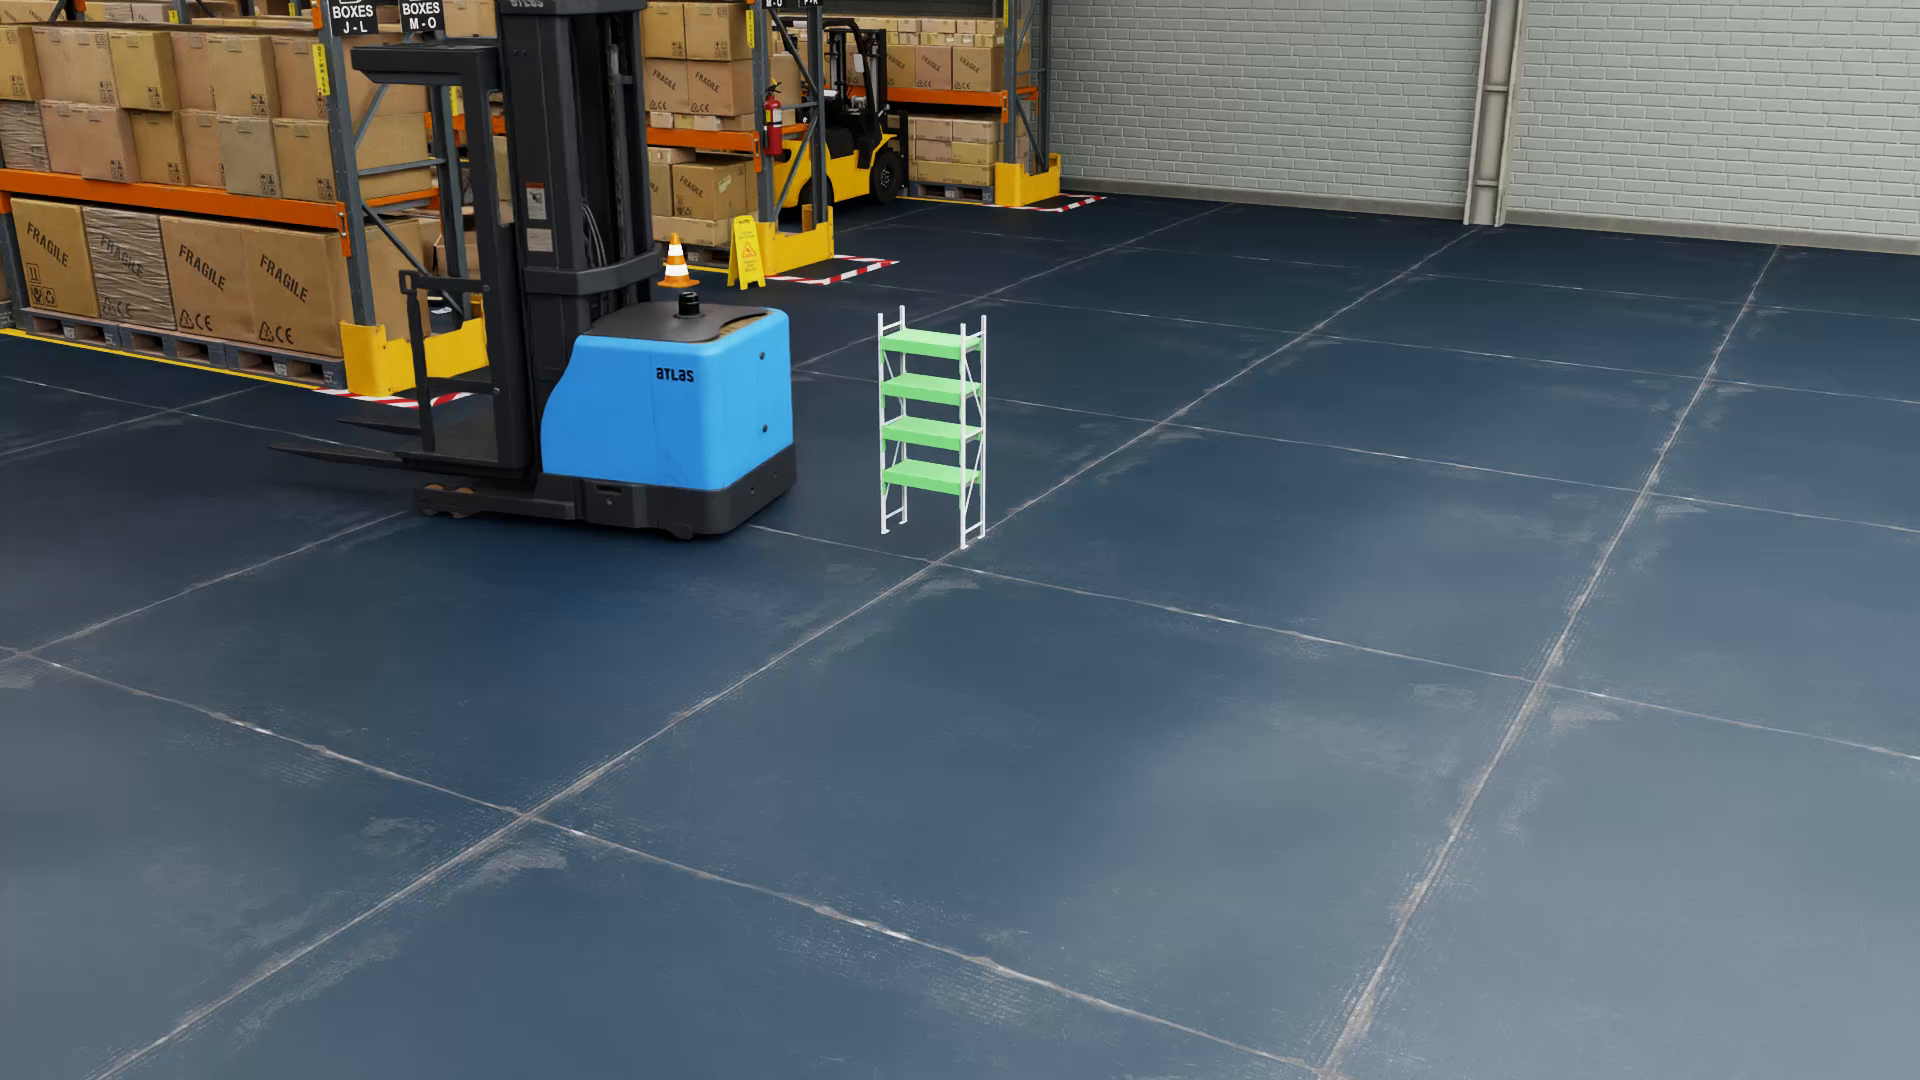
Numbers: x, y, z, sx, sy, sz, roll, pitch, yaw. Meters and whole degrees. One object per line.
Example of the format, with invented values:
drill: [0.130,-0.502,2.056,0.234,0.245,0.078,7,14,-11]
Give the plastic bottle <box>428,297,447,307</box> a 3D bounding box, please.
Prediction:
plastic bottle: [-4.629,-2.083,14.519,0.283,0.061,0.133,3,20,9]

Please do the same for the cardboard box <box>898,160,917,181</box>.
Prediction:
cardboard box: [-0.618,-4.634,20.659,0.500,0.250,0.500,11,23,28]

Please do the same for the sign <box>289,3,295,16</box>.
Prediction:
sign: [-9.926,-7.814,24.738,0.005,0.325,0.100,11,23,27]

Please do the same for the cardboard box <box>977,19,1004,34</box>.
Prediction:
cardboard box: [0.392,-6.063,19.646,0.250,0.149,0.380,11,23,27]

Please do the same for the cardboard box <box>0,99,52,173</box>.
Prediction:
cardboard box: [-7.099,-3.283,13.298,0.550,0.550,0.875,11,23,27]

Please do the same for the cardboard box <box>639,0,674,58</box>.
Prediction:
cardboard box: [-3.096,-4.913,15.962,0.500,0.500,0.700,10,22,27]

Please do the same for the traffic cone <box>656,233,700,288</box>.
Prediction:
traffic cone: [-2.614,-2.591,15.329,0.334,0.463,0.336,11,23,27]

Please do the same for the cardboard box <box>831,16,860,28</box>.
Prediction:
cardboard box: [-1.387,-6.399,20.573,0.250,0.149,0.380,11,23,27]

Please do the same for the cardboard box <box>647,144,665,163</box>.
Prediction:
cardboard box: [-3.007,-3.798,16.301,0.250,0.149,0.380,11,23,28]

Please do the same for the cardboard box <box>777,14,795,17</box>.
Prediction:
cardboard box: [-2.269,-6.578,21.067,0.250,0.149,0.380,11,23,28]

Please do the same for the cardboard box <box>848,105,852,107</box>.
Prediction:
cardboard box: [-1.710,-5.510,21.607,0.500,0.250,0.500,10,22,27]

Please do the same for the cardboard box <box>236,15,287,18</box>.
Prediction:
cardboard box: [-8.061,-5.818,19.306,0.500,0.500,0.500,10,22,26]

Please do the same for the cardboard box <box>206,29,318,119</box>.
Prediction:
cardboard box: [-4.766,-3.321,11.817,0.550,0.550,0.875,11,23,27]

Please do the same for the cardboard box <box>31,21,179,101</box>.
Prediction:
cardboard box: [-6.585,-3.720,12.919,0.550,0.550,0.875,11,23,27]

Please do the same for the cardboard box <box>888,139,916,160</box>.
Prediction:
cardboard box: [-0.663,-4.868,20.570,0.500,0.250,0.500,10,22,26]

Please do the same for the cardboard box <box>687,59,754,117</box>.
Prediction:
cardboard box: [-2.218,-4.291,15.713,0.500,0.500,0.500,10,22,26]

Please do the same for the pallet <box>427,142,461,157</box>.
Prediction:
pallet: [-7.871,-5.932,24.910,1.213,0.211,1.003,11,23,27]

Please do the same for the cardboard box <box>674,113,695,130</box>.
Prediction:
cardboard box: [-2.529,-4.034,15.957,0.250,0.149,0.380,10,22,26]

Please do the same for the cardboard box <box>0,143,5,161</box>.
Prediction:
cardboard box: [-8.013,-3.325,13.485,0.500,0.500,0.500,11,22,27]

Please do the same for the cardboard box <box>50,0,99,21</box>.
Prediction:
cardboard box: [-10.493,-6.205,19.960,0.500,0.500,0.500,10,22,26]

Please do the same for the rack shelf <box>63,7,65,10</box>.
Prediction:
rack shelf: [-9.173,-4.675,14.011,4.000,0.370,1.077,11,23,27]

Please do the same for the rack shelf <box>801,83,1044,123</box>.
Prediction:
rack shelf: [-0.938,-5.569,20.873,4.000,0.370,1.077,11,23,27]

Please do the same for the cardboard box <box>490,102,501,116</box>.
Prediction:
cardboard box: [-4.737,-4.469,17.153,0.250,0.149,0.380,12,23,29]

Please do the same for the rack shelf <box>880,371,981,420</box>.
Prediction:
rack shelf: [-0.145,-0.757,8.676,0.480,0.148,0.258,11,23,27]

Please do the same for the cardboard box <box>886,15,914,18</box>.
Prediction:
cardboard box: [-0.717,-6.451,20.716,0.250,0.149,0.380,11,23,28]

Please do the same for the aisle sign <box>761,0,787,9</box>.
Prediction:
aisle sign: [-1.697,-5.221,15.048,0.004,0.787,0.394,11,23,27]

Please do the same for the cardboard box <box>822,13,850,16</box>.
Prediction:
cardboard box: [-1.573,-6.651,21.267,0.250,0.149,0.380,10,22,26]

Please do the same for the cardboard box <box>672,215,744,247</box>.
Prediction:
cardboard box: [-2.467,-3.059,16.316,0.500,0.250,0.500,11,23,27]

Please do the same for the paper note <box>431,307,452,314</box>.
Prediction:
paper note: [-4.440,-1.968,14.249,0.144,0.017,0.142,-16,26,-38]

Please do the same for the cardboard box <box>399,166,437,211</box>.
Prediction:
cardboard box: [-6.190,-3.928,18.533,0.625,0.372,0.950,12,23,31]

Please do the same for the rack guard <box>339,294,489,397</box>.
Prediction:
rack guard: [-3.914,-1.426,12.064,0.348,0.500,1.175,11,23,27]

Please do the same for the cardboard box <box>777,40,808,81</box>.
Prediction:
cardboard box: [-1.961,-6.053,21.007,0.500,0.500,0.500,11,23,28]

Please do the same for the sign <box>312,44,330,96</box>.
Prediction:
sign: [-4.212,-3.102,10.972,0.005,0.325,0.100,11,23,27]

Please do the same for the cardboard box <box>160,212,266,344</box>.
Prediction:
cardboard box: [-5.329,-2.043,12.598,0.875,0.875,0.875,10,22,26]

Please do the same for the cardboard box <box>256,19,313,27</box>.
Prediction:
cardboard box: [-7.388,-5.496,18.419,0.500,0.500,0.500,11,23,28]

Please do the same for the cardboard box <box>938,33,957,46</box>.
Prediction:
cardboard box: [-0.066,-5.995,19.896,0.250,0.149,0.380,11,23,28]

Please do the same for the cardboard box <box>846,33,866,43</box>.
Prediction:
cardboard box: [-1.194,-6.197,20.452,0.250,0.149,0.380,10,22,26]

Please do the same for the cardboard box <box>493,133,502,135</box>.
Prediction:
cardboard box: [-6.650,-5.933,23.873,0.500,0.500,0.500,12,23,29]

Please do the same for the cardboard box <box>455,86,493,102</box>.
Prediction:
cardboard box: [-4.853,-4.792,17.093,0.500,0.500,0.500,11,23,27]

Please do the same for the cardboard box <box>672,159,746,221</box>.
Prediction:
cardboard box: [-2.436,-3.409,16.180,0.500,0.500,0.500,11,23,28]

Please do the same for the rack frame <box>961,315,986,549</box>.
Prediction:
rack frame: [0.069,-0.551,8.625,0.015,1.200,0.240,11,23,27]

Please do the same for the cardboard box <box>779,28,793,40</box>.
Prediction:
cardboard box: [-2.066,-6.382,20.963,0.250,0.149,0.380,11,23,27]

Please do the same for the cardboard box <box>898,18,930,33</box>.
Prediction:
cardboard box: [-0.542,-6.204,20.035,0.250,0.149,0.380,11,23,29]

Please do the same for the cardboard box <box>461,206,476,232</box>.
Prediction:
cardboard box: [-4.830,-3.004,16.409,0.500,0.500,0.500,-7,21,-20]

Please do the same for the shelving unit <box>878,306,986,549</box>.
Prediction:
shelving unit: [-0.145,-0.592,8.736,0.503,1.200,0.258,11,23,27]

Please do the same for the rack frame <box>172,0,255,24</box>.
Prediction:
rack frame: [-8.594,-5.426,19.425,0.127,3.000,1.000,11,23,27]

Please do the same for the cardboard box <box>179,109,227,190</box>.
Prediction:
cardboard box: [-5.200,-2.940,12.350,0.550,0.550,0.875,11,23,27]

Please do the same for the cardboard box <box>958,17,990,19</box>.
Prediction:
cardboard box: [0.170,-6.279,20.241,0.250,0.149,0.380,11,23,28]

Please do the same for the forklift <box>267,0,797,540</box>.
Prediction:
forklift: [-2.514,-1.661,9.145,3.031,2.935,1.130,6,21,17]

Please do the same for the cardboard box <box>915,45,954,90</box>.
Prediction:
cardboard box: [-0.198,-5.714,20.072,0.500,0.500,0.500,12,23,29]

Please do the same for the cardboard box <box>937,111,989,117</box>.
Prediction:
cardboard box: [0.043,-5.167,20.662,0.500,0.250,0.500,11,23,27]

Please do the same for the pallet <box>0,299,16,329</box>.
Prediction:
pallet: [-8.138,-2.066,14.250,1.213,0.211,1.003,11,23,27]
